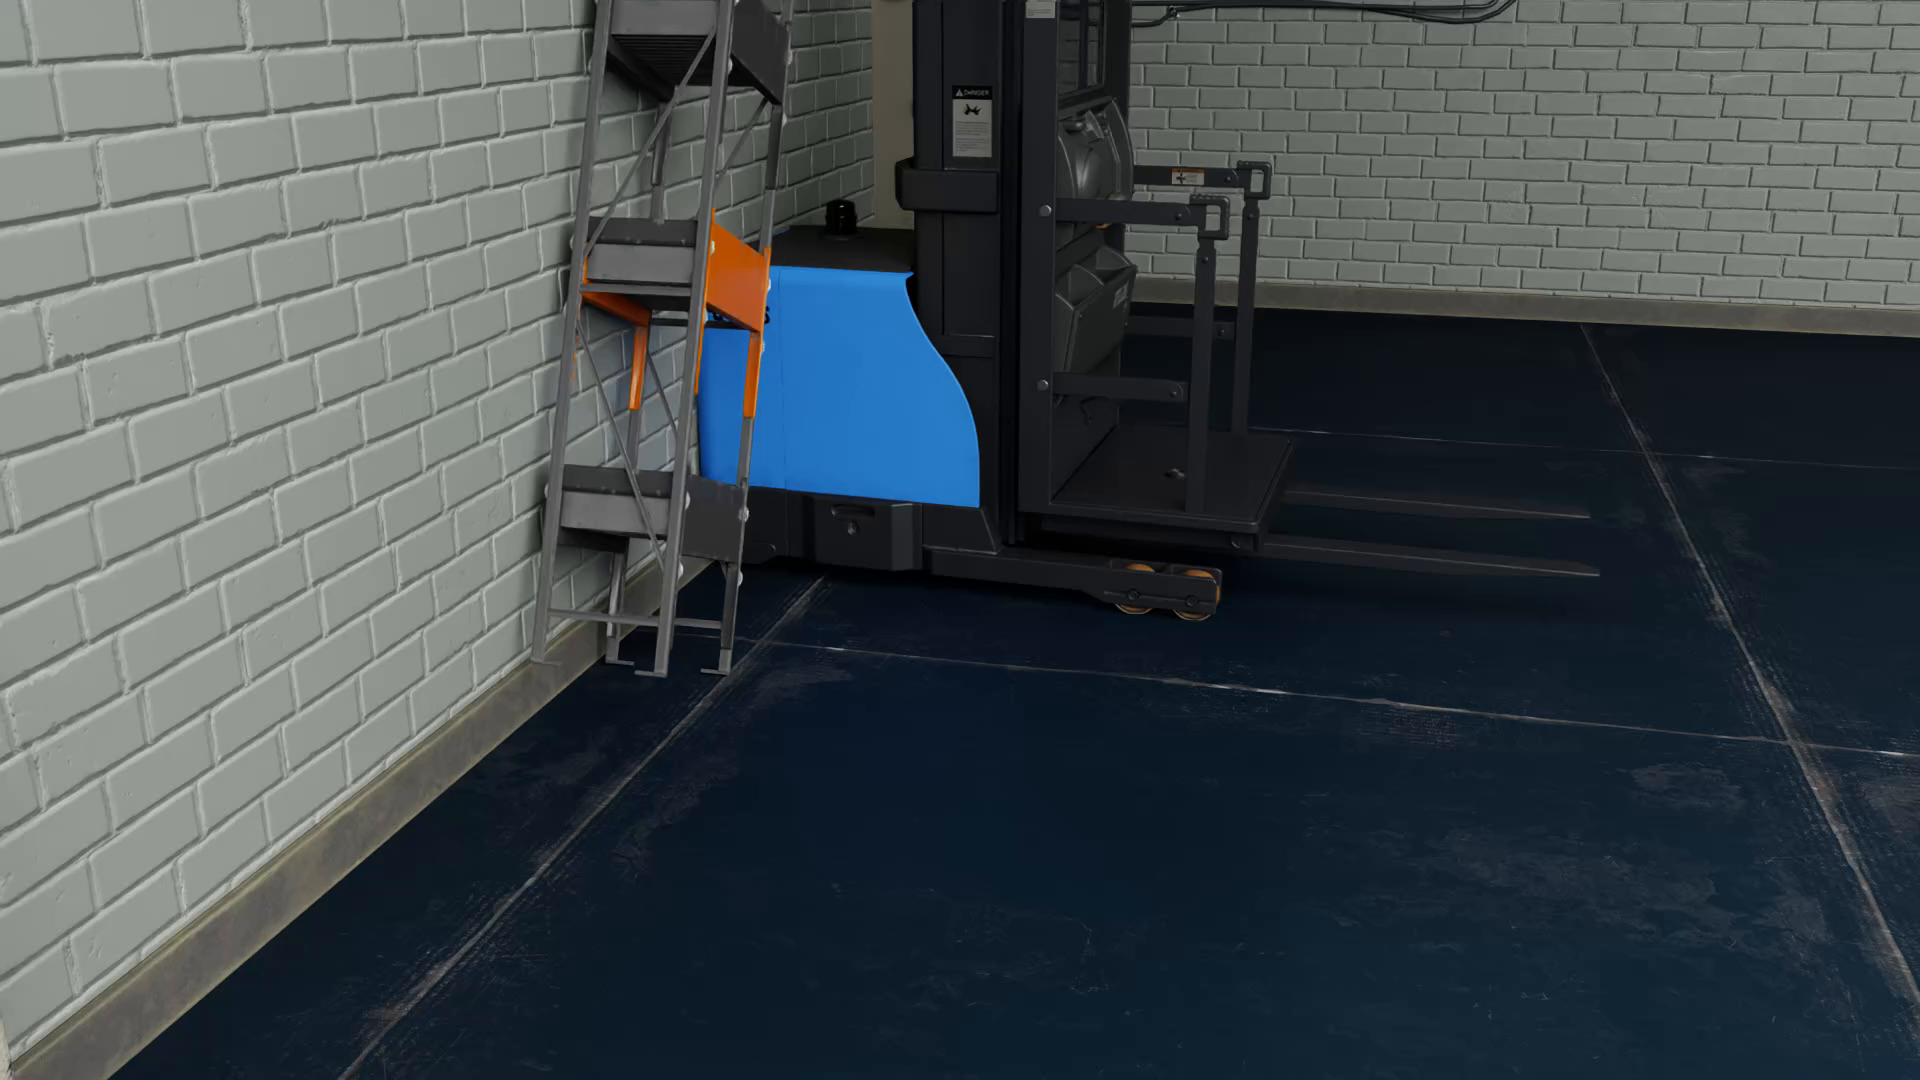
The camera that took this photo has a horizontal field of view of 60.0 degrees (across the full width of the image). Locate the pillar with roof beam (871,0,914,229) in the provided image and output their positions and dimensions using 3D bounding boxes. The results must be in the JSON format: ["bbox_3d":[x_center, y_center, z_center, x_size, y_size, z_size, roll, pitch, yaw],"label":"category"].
[{"bbox_3d":[3.973,-4.563,5.625,9.100,9.000,0.400,5,19,13],"label":"pillar with roof beam"}]

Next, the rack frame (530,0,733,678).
[{"bbox_3d":[-0.898,-0.687,4.604,0.400,2.100,0.015,5,-3,13],"label":"rack frame"}]

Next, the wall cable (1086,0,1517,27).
[{"bbox_3d":[1.800,-4.253,9.520,3.097,2.526,0.112,5,19,13],"label":"wall cable"}]

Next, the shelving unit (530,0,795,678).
[{"bbox_3d":[-0.845,-0.671,4.841,0.431,2.100,0.503,5,-3,13],"label":"shelving unit"}]

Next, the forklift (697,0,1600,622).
[{"bbox_3d":[0.645,-1.314,5.499,3.031,2.935,1.130,6,20,16],"label":"forklift"}]

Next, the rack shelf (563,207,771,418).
[{"bbox_3d":[-0.846,-0.657,4.841,0.431,0.518,0.480,5,-3,13],"label":"rack shelf"}]

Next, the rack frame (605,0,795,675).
[{"bbox_3d":[-0.792,-0.655,5.079,0.400,2.100,0.015,5,-3,13],"label":"rack frame"}]

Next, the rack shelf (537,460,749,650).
[{"bbox_3d":[-0.909,0.039,4.807,0.431,0.518,0.480,5,-3,13],"label":"rack shelf"}]

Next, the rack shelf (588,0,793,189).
[{"bbox_3d":[-0.783,-1.354,4.874,0.431,0.518,0.480,5,-3,13],"label":"rack shelf"}]
